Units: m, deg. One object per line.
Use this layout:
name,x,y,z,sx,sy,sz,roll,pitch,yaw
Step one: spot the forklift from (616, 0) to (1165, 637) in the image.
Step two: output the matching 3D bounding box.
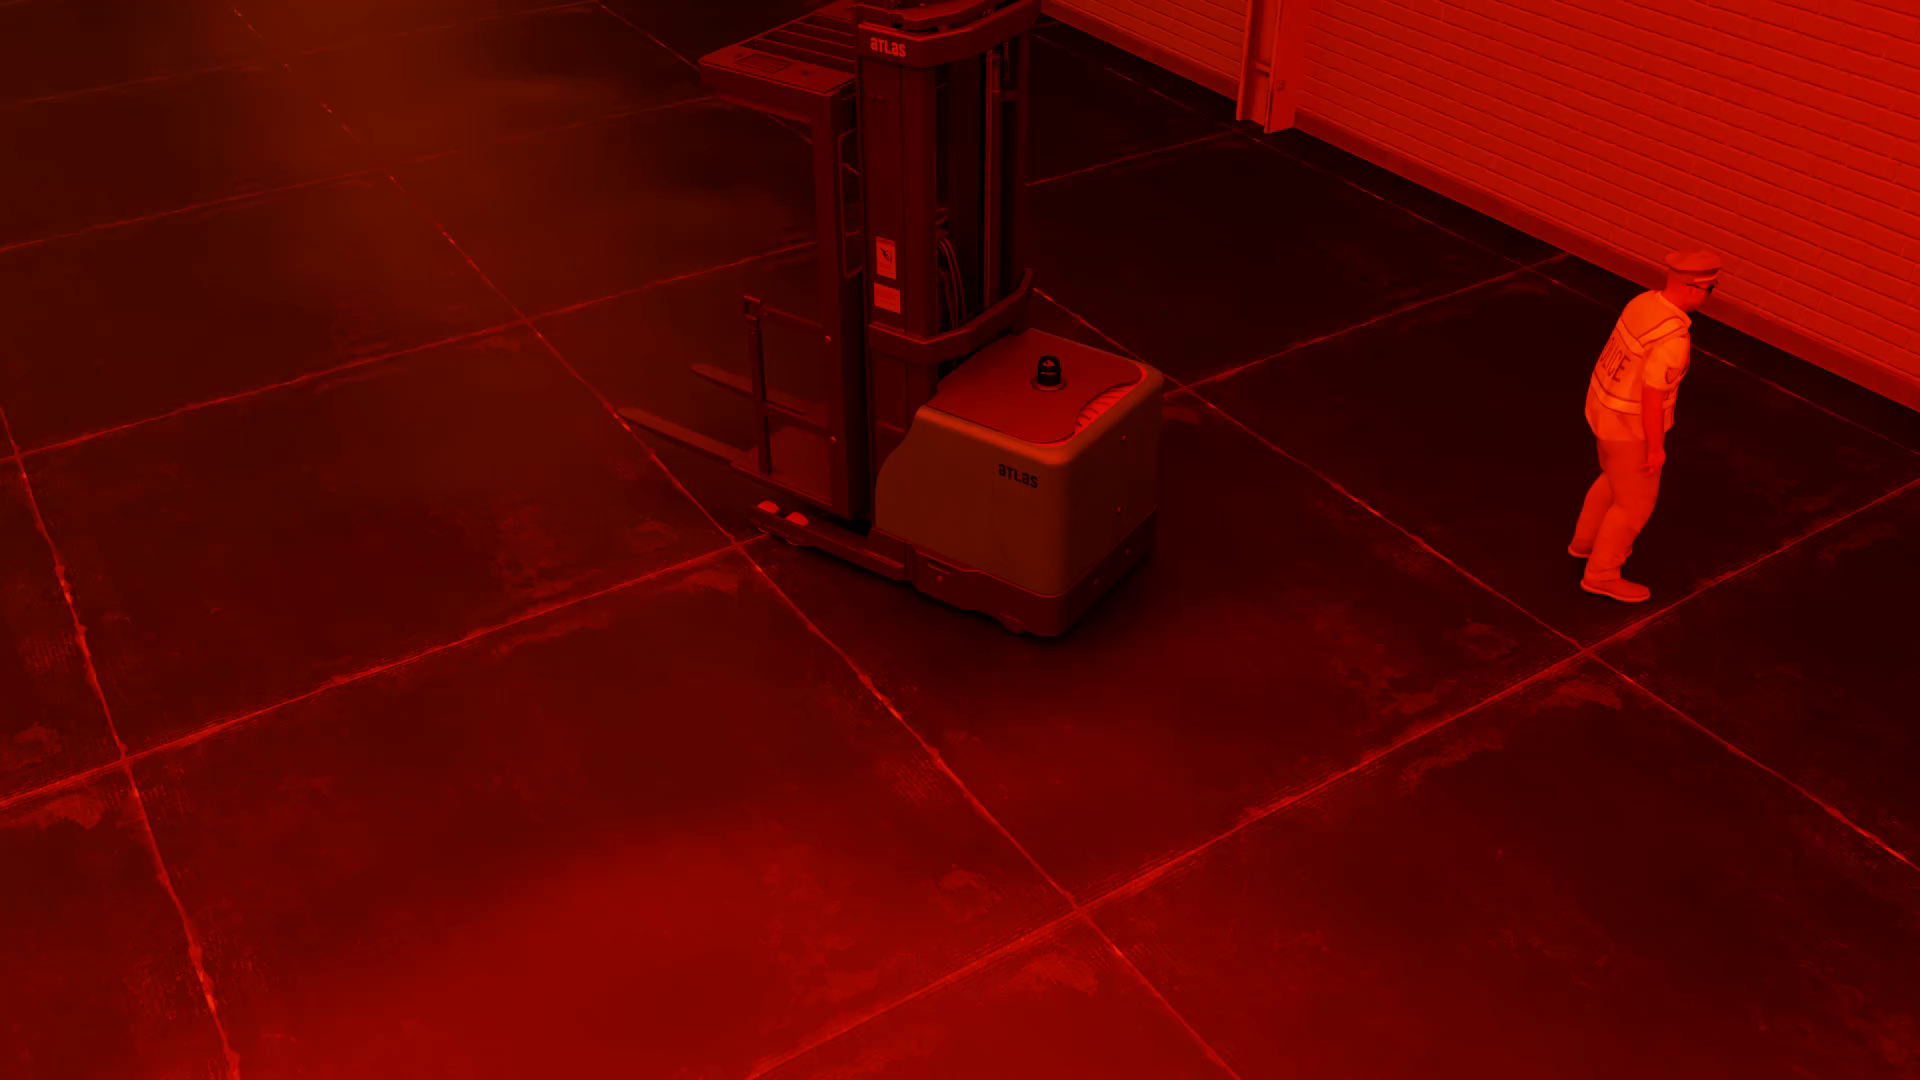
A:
forklift,-0.500,-1.399,8.138,3.031,2.935,1.130,22,41,28

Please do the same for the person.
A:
person,3.235,-0.564,7.983,0.440,1.745,0.585,3,35,4
